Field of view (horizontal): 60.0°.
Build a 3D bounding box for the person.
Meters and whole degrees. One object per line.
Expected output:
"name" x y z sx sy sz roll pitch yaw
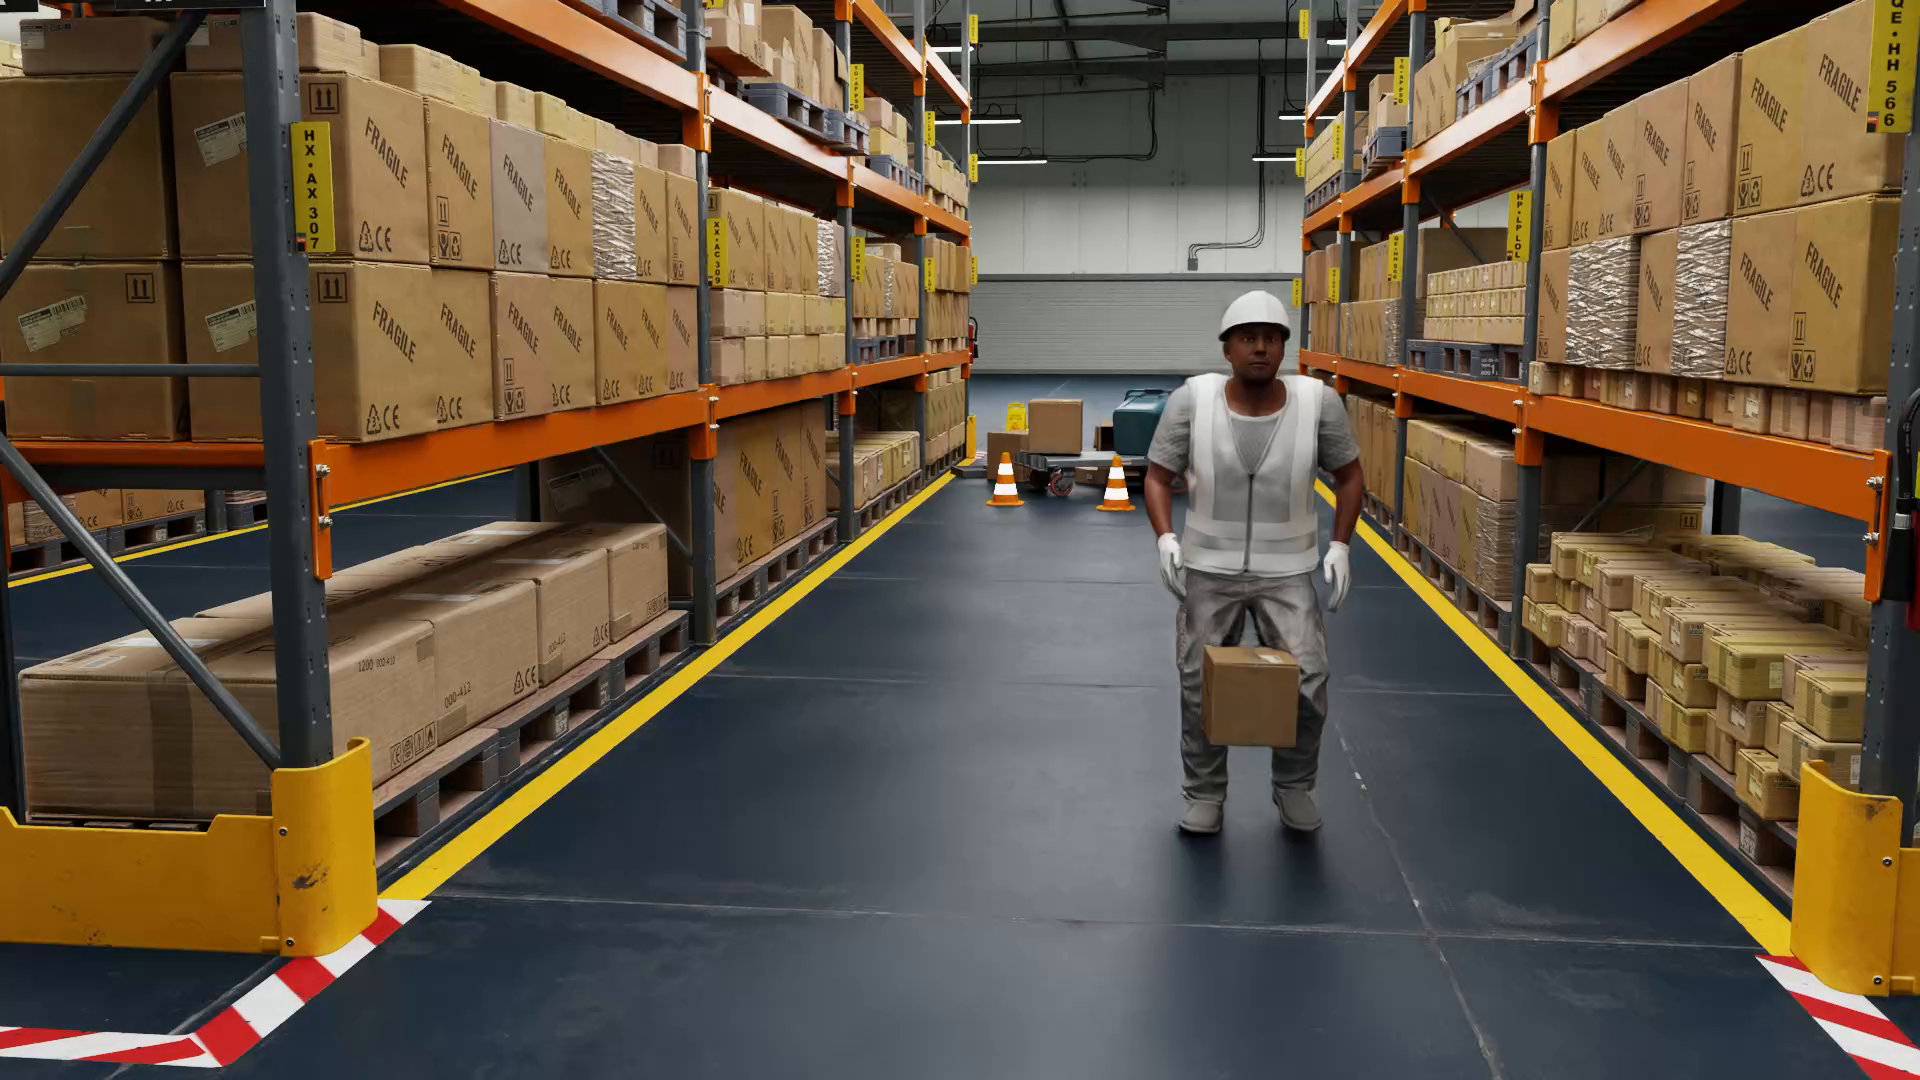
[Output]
"person" 0.907 0.099 5.172 0.677 1.729 0.545 1 8 9
